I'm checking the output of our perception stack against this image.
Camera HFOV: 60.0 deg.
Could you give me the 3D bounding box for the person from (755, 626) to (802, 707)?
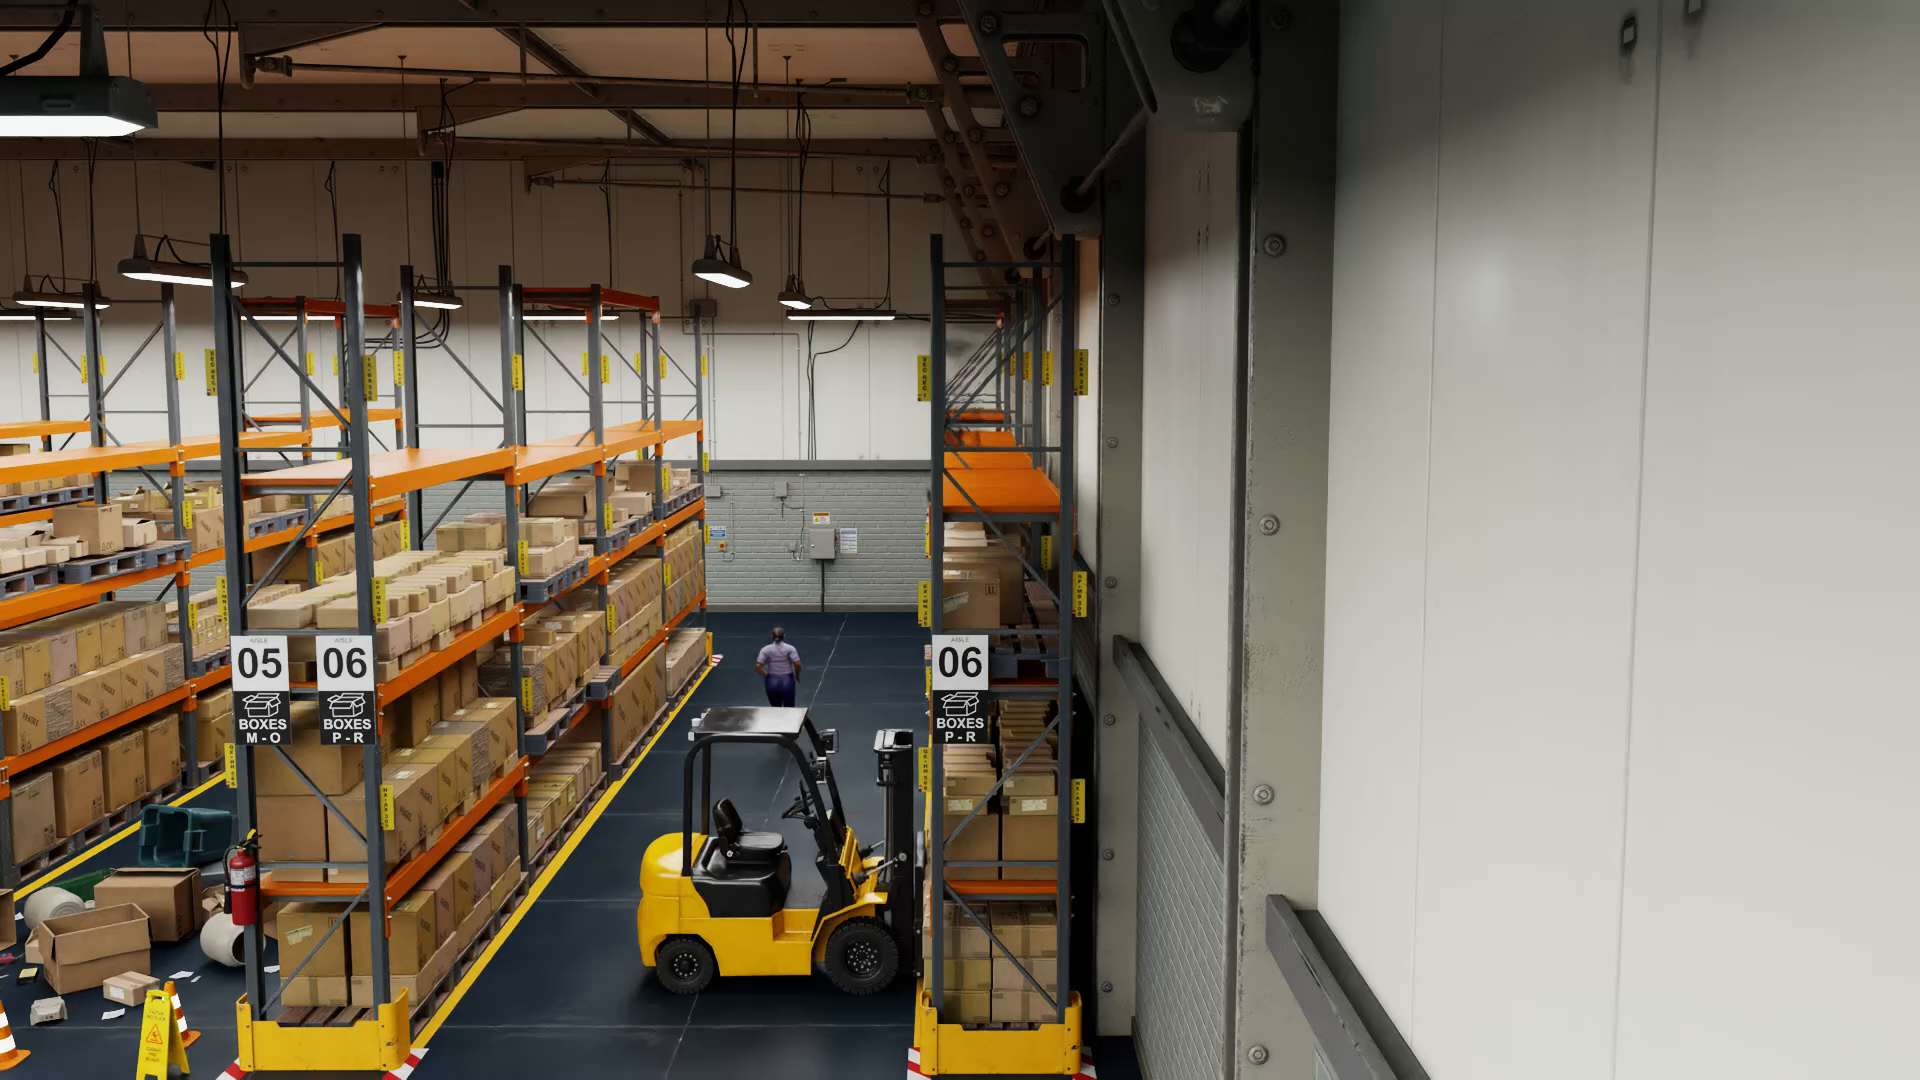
[{"bbox_3d":[-2.405,1.952,22.121,0.619,1.598,0.604,0,6,1],"label":"person"}]
